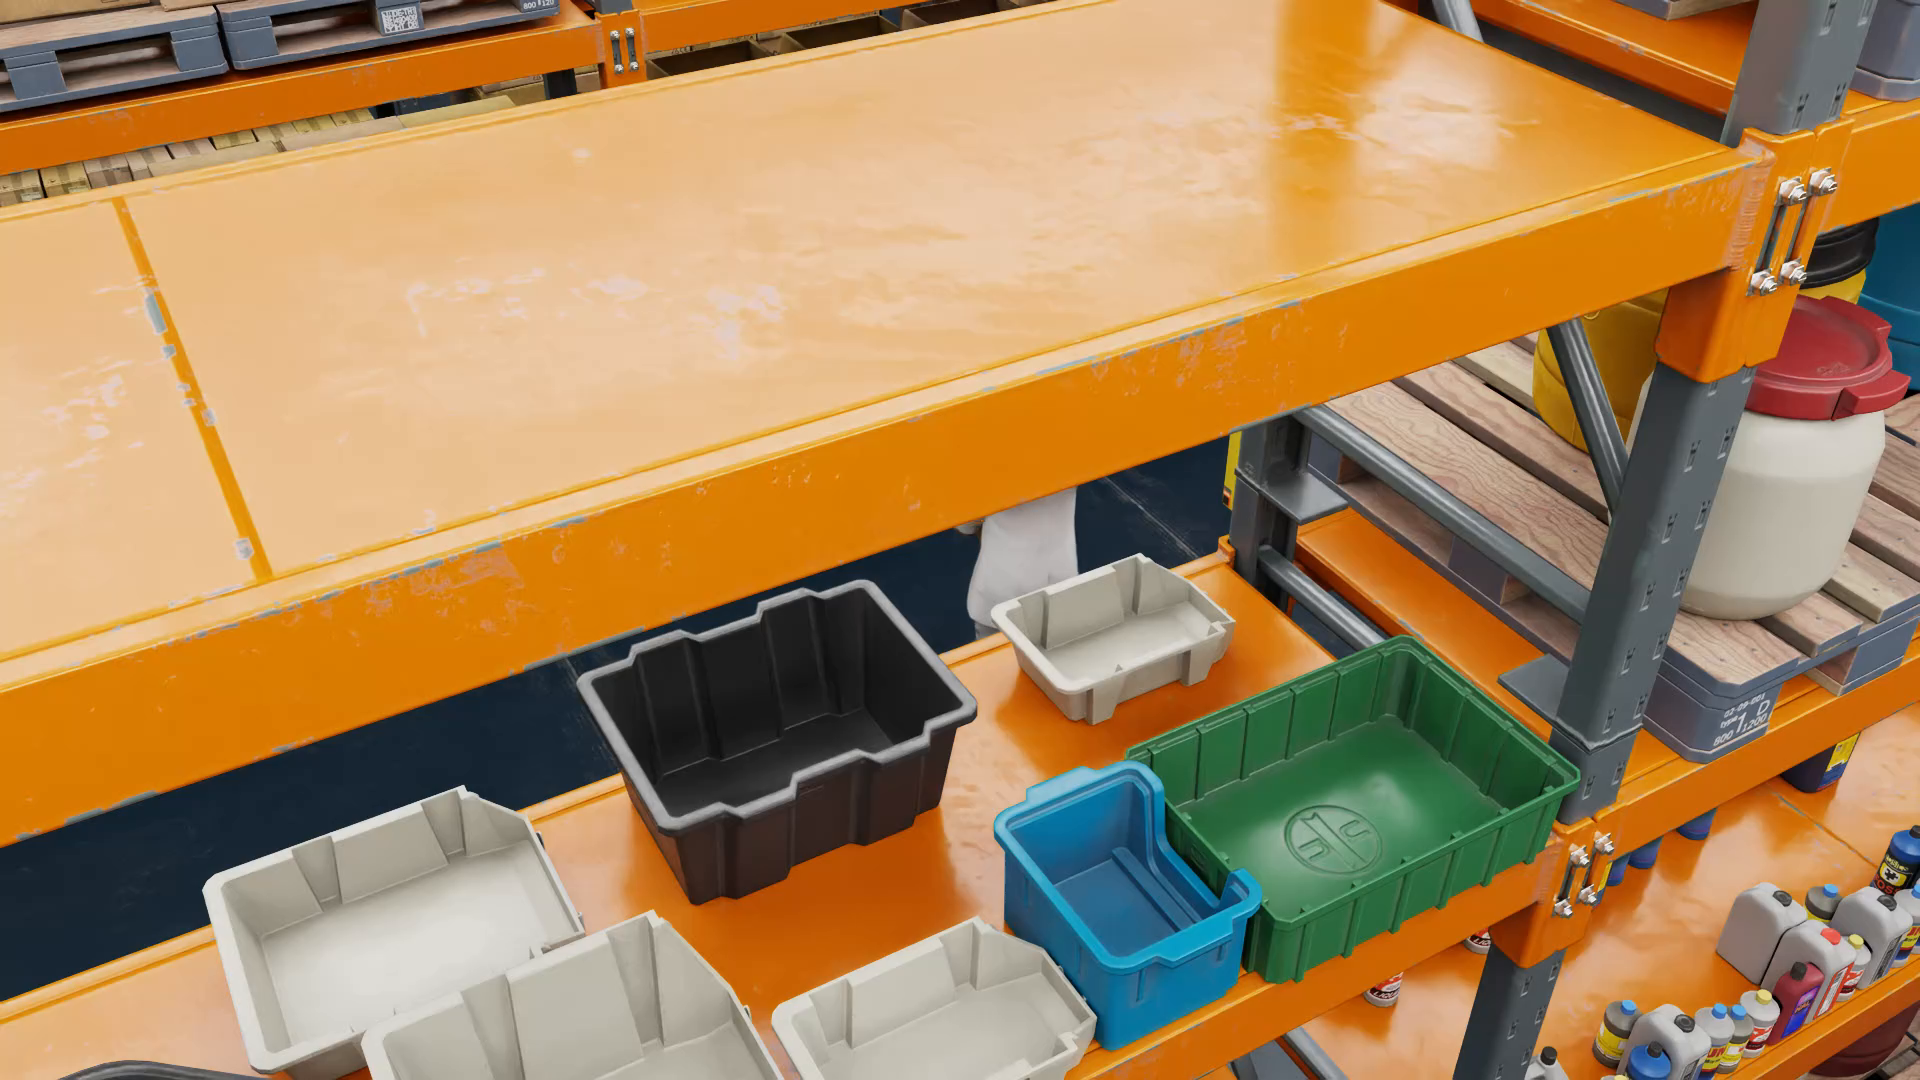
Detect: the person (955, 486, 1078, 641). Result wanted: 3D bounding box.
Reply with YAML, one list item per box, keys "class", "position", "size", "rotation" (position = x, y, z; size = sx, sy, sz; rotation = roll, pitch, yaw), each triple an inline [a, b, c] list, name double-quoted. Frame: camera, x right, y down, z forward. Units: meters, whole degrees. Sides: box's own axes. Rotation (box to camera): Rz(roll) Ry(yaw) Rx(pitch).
- class: "person"
  position: [0.218, 0.045, 6.884]
  size: [0.526, 1.778, 0.543]
  rotation: [-19, 40, -24]
